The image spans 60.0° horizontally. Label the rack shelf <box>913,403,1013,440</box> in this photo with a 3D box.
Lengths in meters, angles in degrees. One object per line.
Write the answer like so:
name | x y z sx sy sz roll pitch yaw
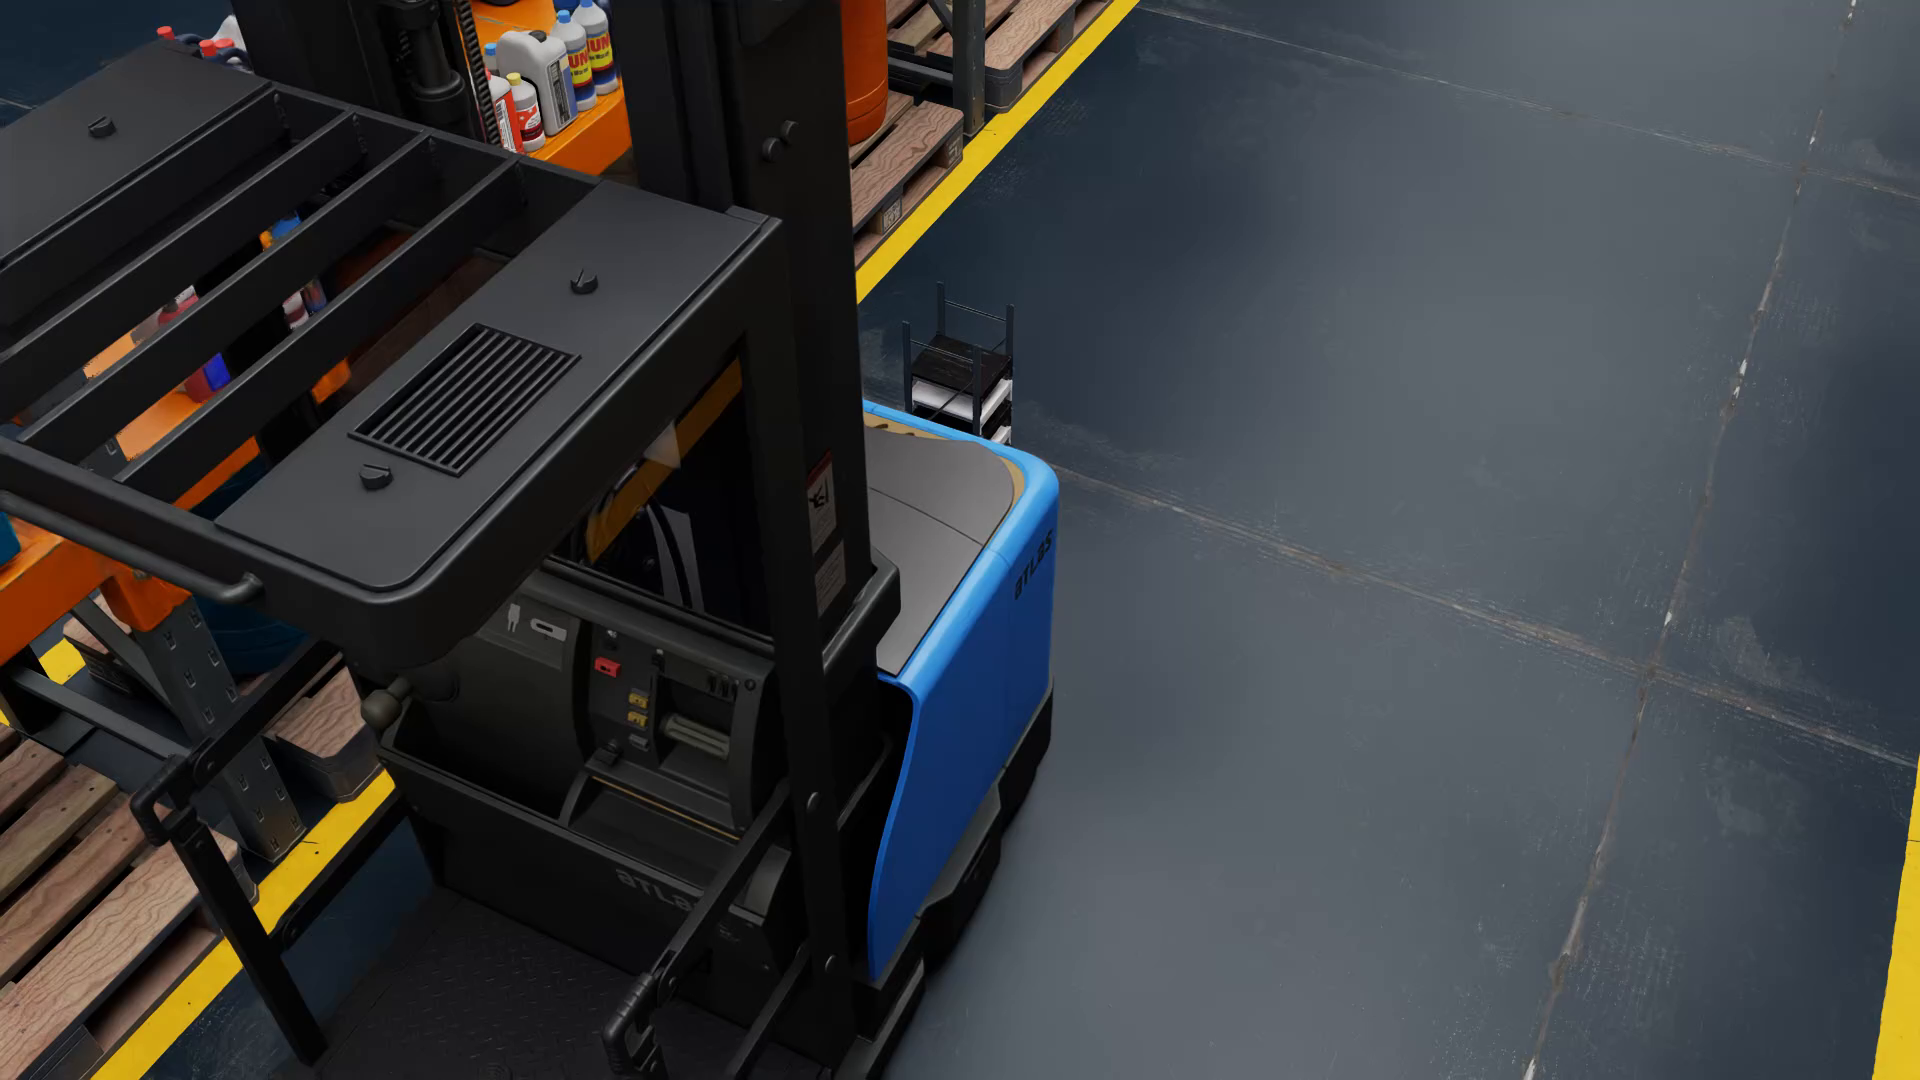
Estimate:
rack shelf | -0.004 -0.351 4.885 0.258 0.077 0.200 20 49 19

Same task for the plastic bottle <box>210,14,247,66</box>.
plastic bottle | -1.924 -1.255 4.468 0.152 0.276 0.135 20 49 19

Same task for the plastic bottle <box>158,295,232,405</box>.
plastic bottle | -1.676 -0.445 3.663 0.061 0.283 0.133 20 49 19

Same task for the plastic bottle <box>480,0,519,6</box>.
plastic bottle | -1.379 -1.794 4.949 0.144 0.351 0.185 20 49 19

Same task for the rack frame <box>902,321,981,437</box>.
rack frame | -0.051 -0.247 4.862 0.240 0.900 0.006 20 49 19

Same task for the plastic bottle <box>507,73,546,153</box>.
plastic bottle | -1.164 -1.139 4.406 0.097 0.201 0.097 0 45 0

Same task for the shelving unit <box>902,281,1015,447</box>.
shelving unit | -0.004 -0.311 4.925 0.258 0.900 0.210 20 49 19

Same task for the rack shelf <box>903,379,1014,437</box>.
rack shelf | -0.004 -0.414 4.821 0.258 0.077 0.200 20 49 19

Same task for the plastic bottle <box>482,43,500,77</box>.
plastic bottle | -1.254 -1.251 4.517 0.097 0.201 0.097 0 45 0

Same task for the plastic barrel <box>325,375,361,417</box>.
plastic barrel | -1.628 -0.589 4.903 0.600 0.901 0.708 20 49 19

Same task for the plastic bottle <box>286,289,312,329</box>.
plastic bottle | -1.577 -0.579 3.853 0.097 0.201 0.097 0 45 0

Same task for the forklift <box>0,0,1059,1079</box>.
forklift | -0.851 0.331 2.862 1.130 2.935 3.031 19 48 18

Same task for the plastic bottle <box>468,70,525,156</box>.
plastic bottle | -1.242 -1.101 4.317 0.152 0.276 0.135 20 49 19

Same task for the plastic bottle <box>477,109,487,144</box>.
plastic bottle | -1.264 -1.004 4.216 0.061 0.283 0.133 20 49 19

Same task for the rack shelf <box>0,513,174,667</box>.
rack shelf | -3.153 1.117 2.543 1.077 0.370 4.000 20 49 19

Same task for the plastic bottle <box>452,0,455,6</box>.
plastic bottle | -1.576 -1.759 4.915 0.144 0.351 0.185 20 49 19

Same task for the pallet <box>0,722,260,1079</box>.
pallet | -2.531 1.061 4.053 1.003 0.211 1.213 20 49 19

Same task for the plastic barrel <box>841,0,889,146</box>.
plastic barrel | -0.580 -1.986 6.335 0.600 0.830 0.708 20 49 19

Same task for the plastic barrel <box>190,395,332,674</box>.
plastic barrel | -1.957 -0.143 4.462 0.600 0.901 0.708 20 49 19

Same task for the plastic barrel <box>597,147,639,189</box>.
plastic barrel | -1.104 -1.190 5.718 0.600 0.588 0.708 20 49 19

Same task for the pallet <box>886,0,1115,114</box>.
pallet | 0.026 -2.411 7.484 1.003 0.211 1.213 20 49 19

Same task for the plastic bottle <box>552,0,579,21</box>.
plastic bottle | -1.094 -1.480 4.694 0.097 0.271 0.097 0 45 0

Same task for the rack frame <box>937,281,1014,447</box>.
rack frame | 0.043 -0.375 4.988 0.240 0.900 0.006 20 49 19

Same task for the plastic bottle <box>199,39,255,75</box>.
plastic bottle | -1.874 -1.134 4.297 0.144 0.351 0.185 20 49 19

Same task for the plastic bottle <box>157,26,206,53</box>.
plastic bottle | -2.002 -1.182 4.344 0.144 0.351 0.185 20 49 19

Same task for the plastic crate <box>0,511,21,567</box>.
plastic crate | -2.139 -0.004 3.114 0.392 0.384 0.575 20 49 19

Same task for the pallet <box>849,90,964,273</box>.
pallet | -0.697 -1.425 6.510 1.003 0.211 1.213 20 49 19

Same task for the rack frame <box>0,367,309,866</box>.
rack frame | -2.224 -0.396 3.532 1.000 3.000 0.127 20 49 19

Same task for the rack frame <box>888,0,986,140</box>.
rack frame | -0.368 -2.916 6.023 1.000 3.000 0.127 20 49 19

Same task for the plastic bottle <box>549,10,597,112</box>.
plastic bottle | -1.056 -1.310 4.526 0.097 0.271 0.097 0 45 0

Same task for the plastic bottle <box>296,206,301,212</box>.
plastic bottle | -1.502 -0.748 3.968 0.152 0.276 0.135 20 49 19

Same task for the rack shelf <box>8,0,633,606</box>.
rack shelf | -1.296 -1.403 5.033 1.077 0.370 4.000 20 49 19

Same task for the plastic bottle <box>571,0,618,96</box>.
plastic bottle | -1.011 -1.371 4.586 0.097 0.271 0.097 0 45 0

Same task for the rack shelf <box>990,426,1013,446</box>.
rack shelf | -0.004 -0.288 4.949 0.258 0.077 0.200 20 49 19

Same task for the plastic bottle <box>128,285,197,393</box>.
plastic bottle | -1.755 -0.519 3.688 0.144 0.351 0.185 20 49 19

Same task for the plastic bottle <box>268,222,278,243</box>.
plastic bottle | -1.621 -0.752 4.024 0.097 0.201 0.097 0 45 0

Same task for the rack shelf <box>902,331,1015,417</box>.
rack shelf | -0.004 -0.478 4.757 0.258 0.077 0.200 20 49 19

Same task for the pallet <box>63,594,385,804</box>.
pallet | -1.829 0.112 4.991 1.003 0.211 1.213 20 49 19

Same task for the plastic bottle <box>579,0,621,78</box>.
plastic bottle | -0.967 -1.496 4.654 0.144 0.351 0.185 20 49 19

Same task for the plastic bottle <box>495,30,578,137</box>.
plastic bottle | -1.135 -1.247 4.461 0.152 0.276 0.135 20 49 19

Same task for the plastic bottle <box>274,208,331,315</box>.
plastic bottle | -1.532 -0.665 3.888 0.097 0.271 0.097 0 45 0

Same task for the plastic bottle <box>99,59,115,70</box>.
plastic bottle | -2.088 -1.065 4.229 0.144 0.351 0.185 20 49 19
